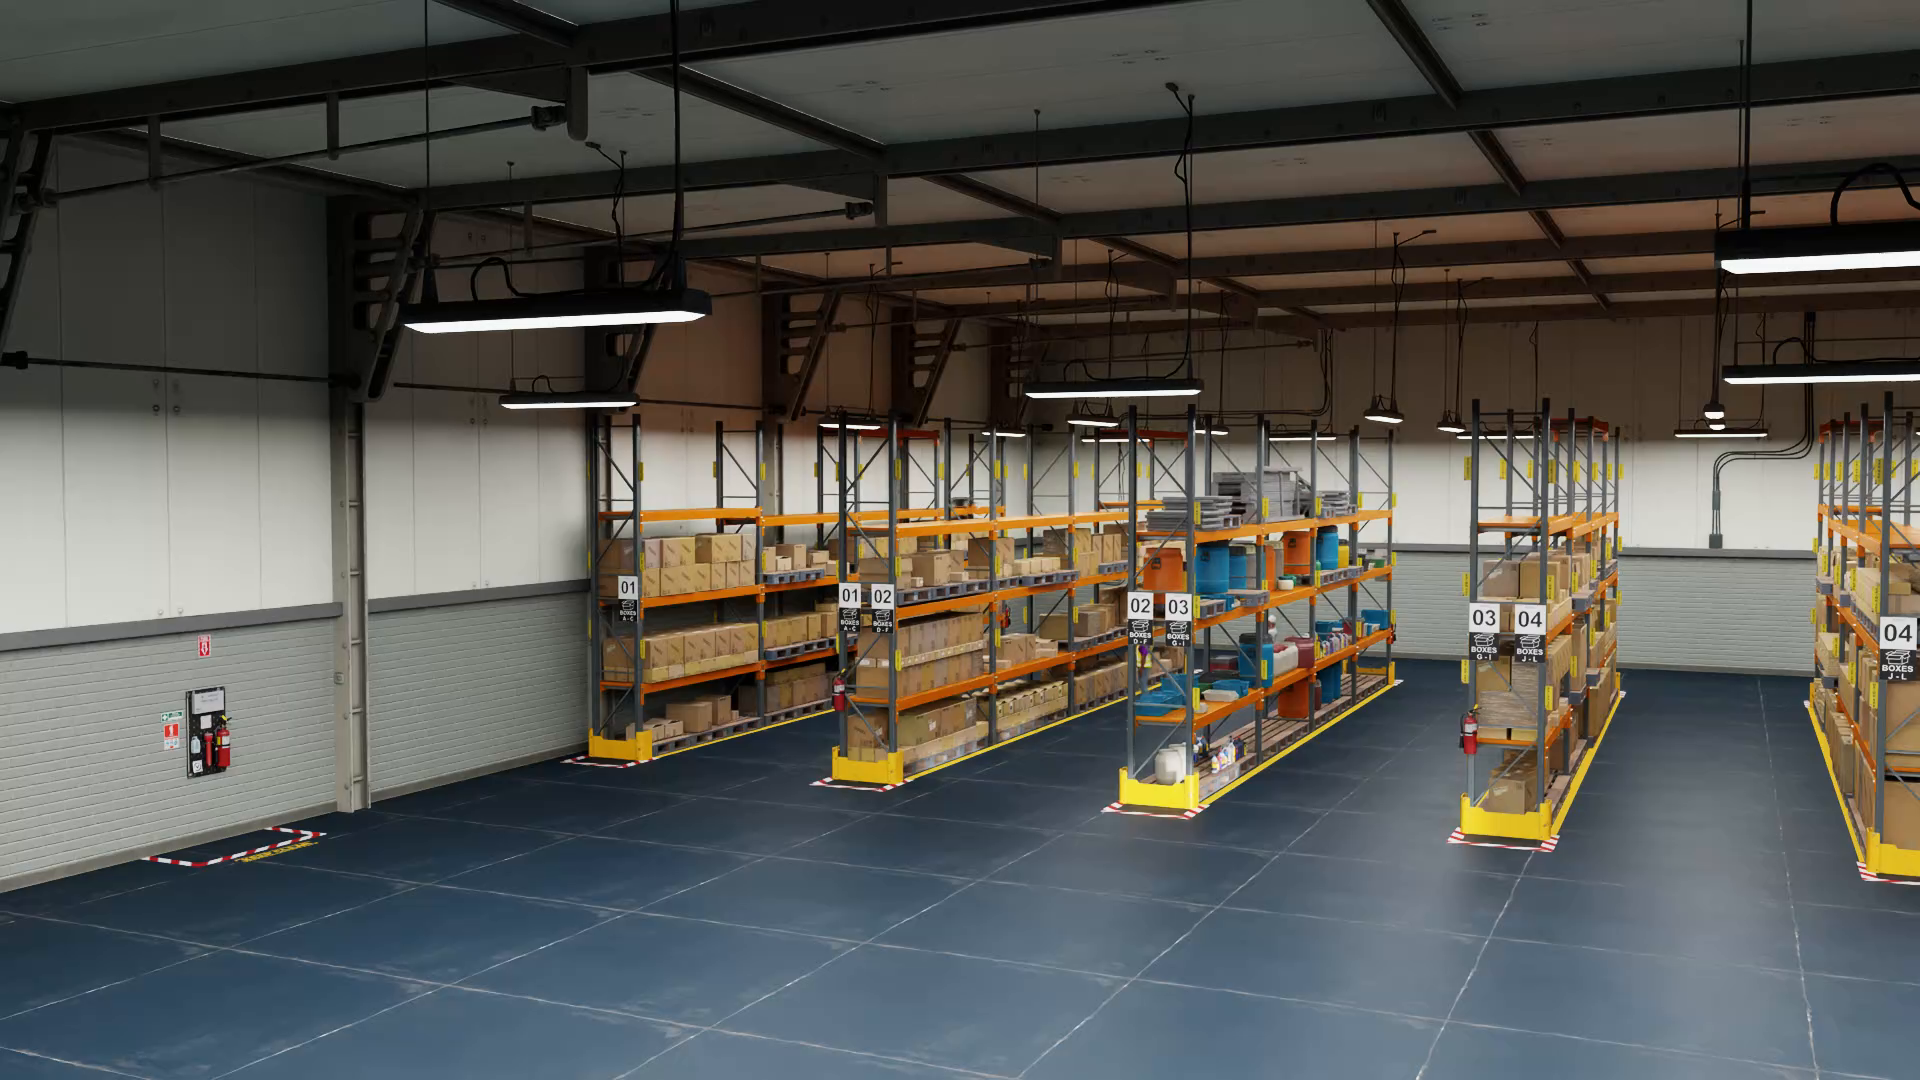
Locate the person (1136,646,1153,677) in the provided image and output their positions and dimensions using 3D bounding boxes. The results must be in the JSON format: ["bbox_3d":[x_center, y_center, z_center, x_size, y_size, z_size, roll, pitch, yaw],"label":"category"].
[{"bbox_3d":[3.872,2.326,34.882,0.378,1.073,0.615,0,2,6],"label":"person"}]

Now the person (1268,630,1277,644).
[{"bbox_3d":[6.937,2.676,37.342,0.375,1.464,0.545,0,2,-1],"label":"person"}]
